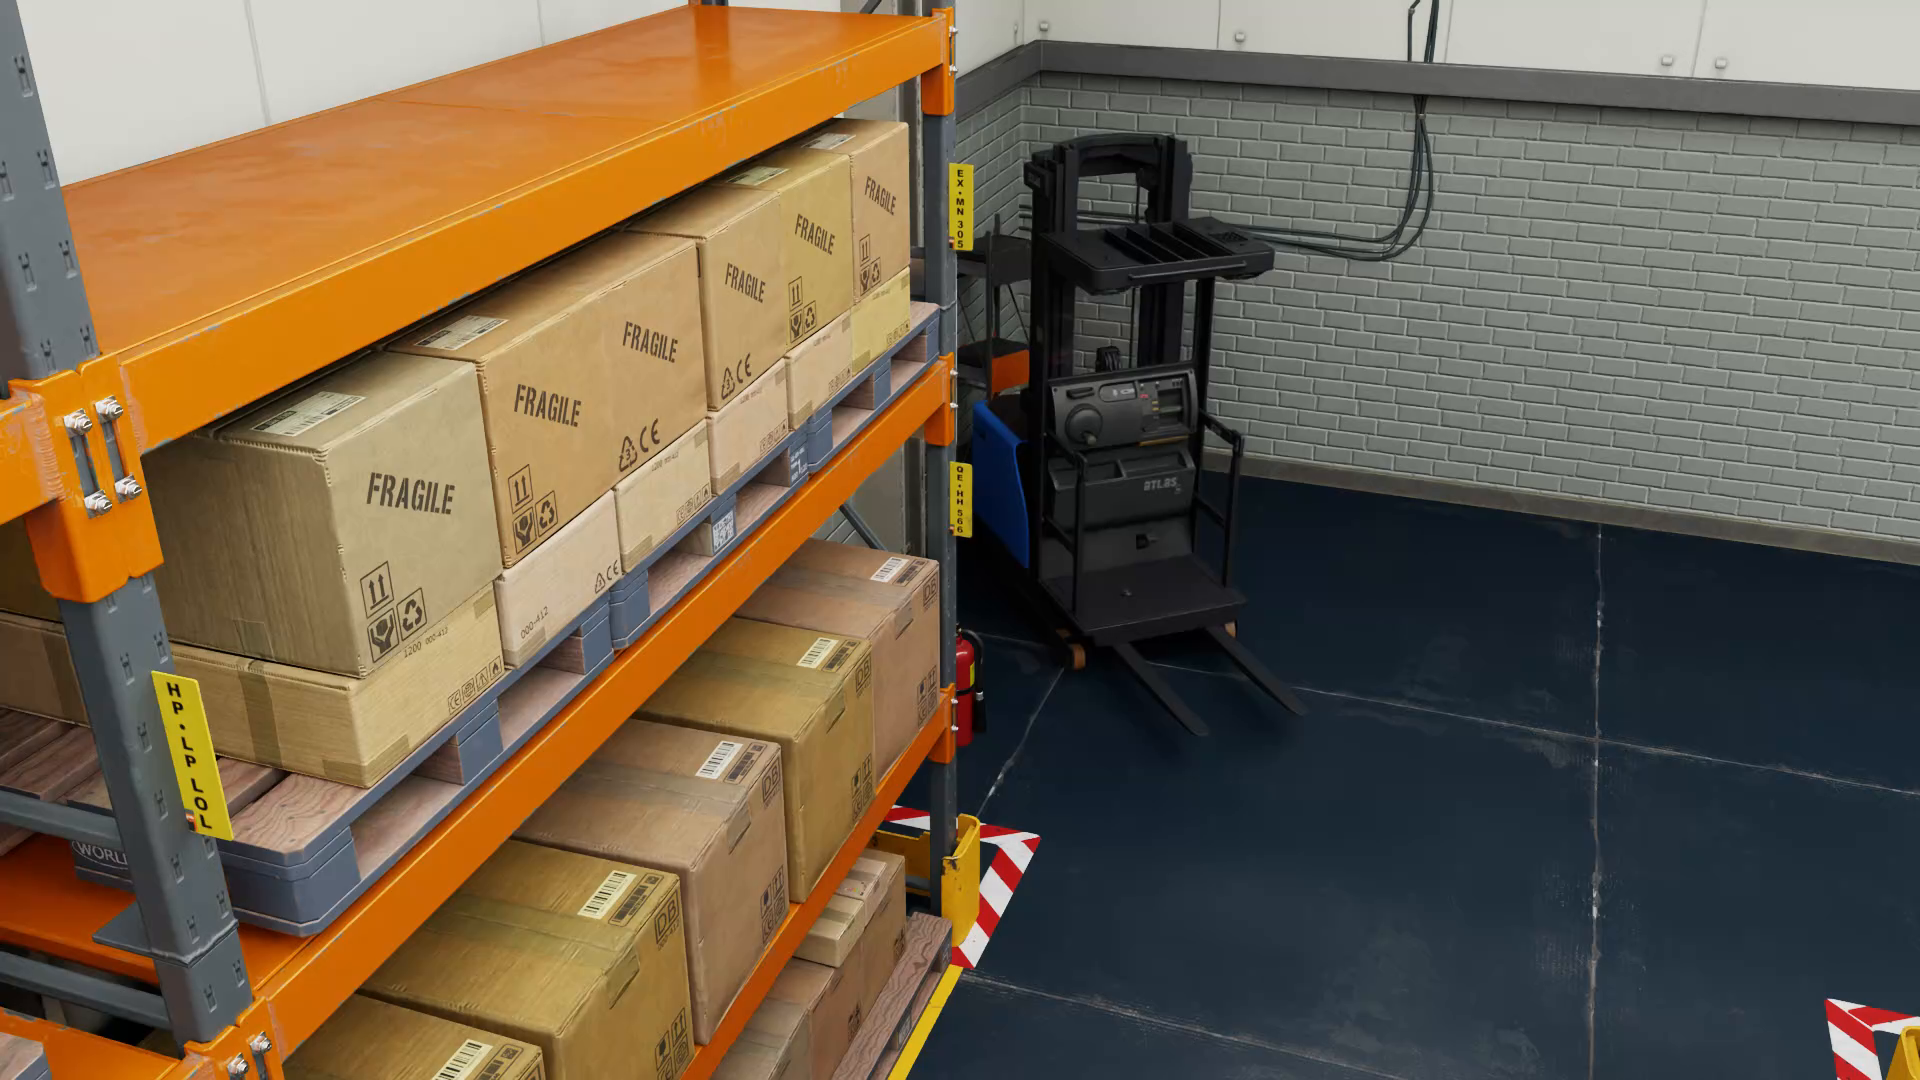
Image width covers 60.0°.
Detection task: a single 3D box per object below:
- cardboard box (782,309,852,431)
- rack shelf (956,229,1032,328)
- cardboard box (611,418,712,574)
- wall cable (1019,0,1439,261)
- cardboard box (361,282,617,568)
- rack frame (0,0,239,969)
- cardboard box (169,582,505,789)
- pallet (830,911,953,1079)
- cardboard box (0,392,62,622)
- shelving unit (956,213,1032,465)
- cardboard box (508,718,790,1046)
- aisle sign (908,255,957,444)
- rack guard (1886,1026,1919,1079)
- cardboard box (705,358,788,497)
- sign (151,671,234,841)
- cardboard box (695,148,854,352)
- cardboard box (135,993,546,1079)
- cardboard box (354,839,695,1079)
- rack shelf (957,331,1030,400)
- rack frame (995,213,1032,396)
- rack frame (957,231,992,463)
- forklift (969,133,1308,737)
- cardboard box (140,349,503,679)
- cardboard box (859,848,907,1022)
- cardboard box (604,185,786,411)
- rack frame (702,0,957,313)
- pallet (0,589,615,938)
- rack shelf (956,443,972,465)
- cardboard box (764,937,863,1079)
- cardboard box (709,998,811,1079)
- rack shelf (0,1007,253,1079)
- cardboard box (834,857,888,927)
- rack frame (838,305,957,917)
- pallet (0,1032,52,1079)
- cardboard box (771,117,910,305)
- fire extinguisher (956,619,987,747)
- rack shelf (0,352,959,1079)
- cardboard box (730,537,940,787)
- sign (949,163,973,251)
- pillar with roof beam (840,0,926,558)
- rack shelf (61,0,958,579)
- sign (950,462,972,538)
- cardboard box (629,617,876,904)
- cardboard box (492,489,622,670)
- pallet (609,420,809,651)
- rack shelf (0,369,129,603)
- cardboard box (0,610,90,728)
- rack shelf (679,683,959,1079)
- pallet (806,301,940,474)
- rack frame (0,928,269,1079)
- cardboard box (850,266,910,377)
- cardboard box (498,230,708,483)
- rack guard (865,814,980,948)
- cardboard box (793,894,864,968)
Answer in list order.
[{"bbox_3d":[-0.672,-0.583,5.369,0.500,0.250,0.500,8,27,15],"label":"cardboard box"},{"bbox_3d":[0.218,-1.725,10.927,0.431,0.518,0.480,18,28,40],"label":"rack shelf"},{"bbox_3d":[-1.012,-0.158,4.491,0.500,0.250,0.500,8,27,16],"label":"cardboard box"},{"bbox_3d":[1.713,-3.195,11.309,3.097,2.526,0.112,9,27,17],"label":"wall cable"},{"bbox_3d":[-1.170,-0.295,3.913,0.500,0.500,0.500,8,27,16],"label":"cardboard box"},{"bbox_3d":[-1.837,-0.676,2.544,1.000,3.000,0.127,9,27,17],"label":"rack frame"},{"bbox_3d":[-1.359,0.262,3.625,0.500,0.250,0.500,9,27,17],"label":"cardboard box"},{"bbox_3d":[-0.698,1.975,7.152,1.003,0.211,1.213,9,27,17],"label":"pallet"},{"bbox_3d":[-1.825,-0.151,3.616,0.500,0.500,0.500,9,27,17],"label":"cardboard box"},{"bbox_3d":[0.224,-1.085,11.176,0.431,2.100,0.503,18,28,40],"label":"shelving unit"},{"bbox_3d":[-1.160,1.069,5.480,0.980,0.700,0.700,7,27,15],"label":"cardboard box"},{"bbox_3d":[-0.199,-0.776,6.651,0.394,0.787,0.004,9,27,17],"label":"aisle sign"},{"bbox_3d":[4.141,2.253,6.246,1.175,0.500,0.348,9,27,17],"label":"rack guard"},{"bbox_3d":[-0.840,-0.368,4.926,0.500,0.250,0.500,8,27,16],"label":"cardboard box"},{"bbox_3d":[-1.322,0.374,2.862,0.100,0.325,0.005,9,27,17],"label":"sign"},{"bbox_3d":[-0.669,-0.930,5.224,0.500,0.500,0.500,10,27,19],"label":"cardboard box"},{"bbox_3d":[-1.641,1.668,4.242,0.980,0.700,0.700,9,27,18],"label":"cardboard box"},{"bbox_3d":[-1.393,1.369,4.860,0.980,0.700,0.700,8,27,16],"label":"cardboard box"},{"bbox_3d":[0.224,-1.072,11.181,0.431,0.518,0.480,18,28,40],"label":"rack shelf"},{"bbox_3d":[0.391,-1.151,11.342,0.400,2.100,0.015,18,28,40],"label":"rack frame"},{"bbox_3d":[0.057,-1.019,11.011,0.400,2.100,0.015,18,28,40],"label":"rack frame"},{"bbox_3d":[1.053,-0.747,9.653,1.130,2.935,3.031,-9,27,-18],"label":"forklift"},{"bbox_3d":[-1.335,-0.083,3.475,0.500,0.500,0.500,8,27,17],"label":"cardboard box"},{"bbox_3d":[-0.645,1.618,7.076,0.700,0.500,0.500,9,27,17],"label":"cardboard box"},{"bbox_3d":[-0.835,-0.714,4.779,0.500,0.500,0.500,8,27,15],"label":"cardboard box"},{"bbox_3d":[-0.506,-2.320,5.939,1.000,3.000,0.127,9,27,17],"label":"rack frame"},{"bbox_3d":[-1.555,0.379,3.908,1.003,0.211,1.213,9,27,17],"label":"pallet"},{"bbox_3d":[0.230,-0.420,11.435,0.431,0.518,0.480,18,28,40],"label":"rack shelf"},{"bbox_3d":[-0.811,1.824,6.651,0.700,0.500,0.500,9,27,17],"label":"cardboard box"},{"bbox_3d":[-0.978,2.031,6.224,0.700,0.500,0.500,8,27,16],"label":"cardboard box"},{"bbox_3d":[-2.503,1.819,1.657,1.077,0.370,4.000,9,27,17],"label":"rack shelf"},{"bbox_3d":[-0.516,1.406,6.771,0.380,0.149,0.250,8,27,17],"label":"cardboard box"},{"bbox_3d":[-0.506,0.380,7.246,1.000,3.000,0.127,9,27,17],"label":"rack frame"},{"bbox_3d":[-2.096,1.144,2.447,0.805,0.209,1.217,8,27,15],"label":"pallet"},{"bbox_3d":[-0.492,-1.134,5.646,0.500,0.500,0.500,9,27,17],"label":"cardboard box"},{"bbox_3d":[-0.021,0.588,7.334,0.296,0.674,0.183,9,27,17],"label":"fire extinguisher"},{"bbox_3d":[-1.172,0.176,5.052,1.077,0.370,4.000,9,27,17],"label":"rack shelf"},{"bbox_3d":[-0.666,0.456,6.745,0.980,0.700,0.700,10,28,20],"label":"cardboard box"},{"bbox_3d":[0.001,-1.248,6.243,0.100,0.325,0.005,9,27,17],"label":"sign"},{"bbox_3d":[3.636,-2.931,7.200,9.100,9.000,0.400,9,27,17],"label":"pillar with roof beam"},{"bbox_3d":[-1.172,-0.994,4.486,1.077,0.370,4.000,9,27,17],"label":"rack shelf"},{"bbox_3d":[0.001,-0.163,6.768,0.100,0.325,0.005,9,27,17],"label":"sign"},{"bbox_3d":[-0.898,0.757,6.124,0.980,0.700,0.700,9,27,17],"label":"cardboard box"},{"bbox_3d":[-1.176,0.054,4.053,0.500,0.250,0.500,8,27,16],"label":"cardboard box"},{"bbox_3d":[-1.147,-0.121,4.940,1.003,0.211,1.213,9,27,17],"label":"pallet"},{"bbox_3d":[-2.503,0.649,1.091,1.077,0.370,4.000,9,27,17],"label":"rack shelf"},{"bbox_3d":[-1.831,0.192,3.768,0.500,0.250,0.500,9,27,18],"label":"cardboard box"},{"bbox_3d":[-1.172,1.526,5.706,1.077,0.370,4.000,9,27,17],"label":"rack shelf"},{"bbox_3d":[-0.743,-0.624,5.979,1.003,0.211,1.213,9,27,17],"label":"pallet"},{"bbox_3d":[-1.837,2.024,3.851,1.000,3.000,0.127,9,27,17],"label":"rack frame"},{"bbox_3d":[-0.499,-0.797,5.811,0.500,0.250,0.500,10,27,19],"label":"cardboard box"},{"bbox_3d":[-1.011,-0.498,4.334,0.500,0.500,0.500,9,27,18],"label":"cardboard box"},{"bbox_3d":[-0.498,1.495,7.812,1.175,0.500,0.348,9,27,17],"label":"rack guard"},{"bbox_3d":[-0.600,1.511,6.554,0.380,0.149,0.250,9,27,19],"label":"cardboard box"}]
